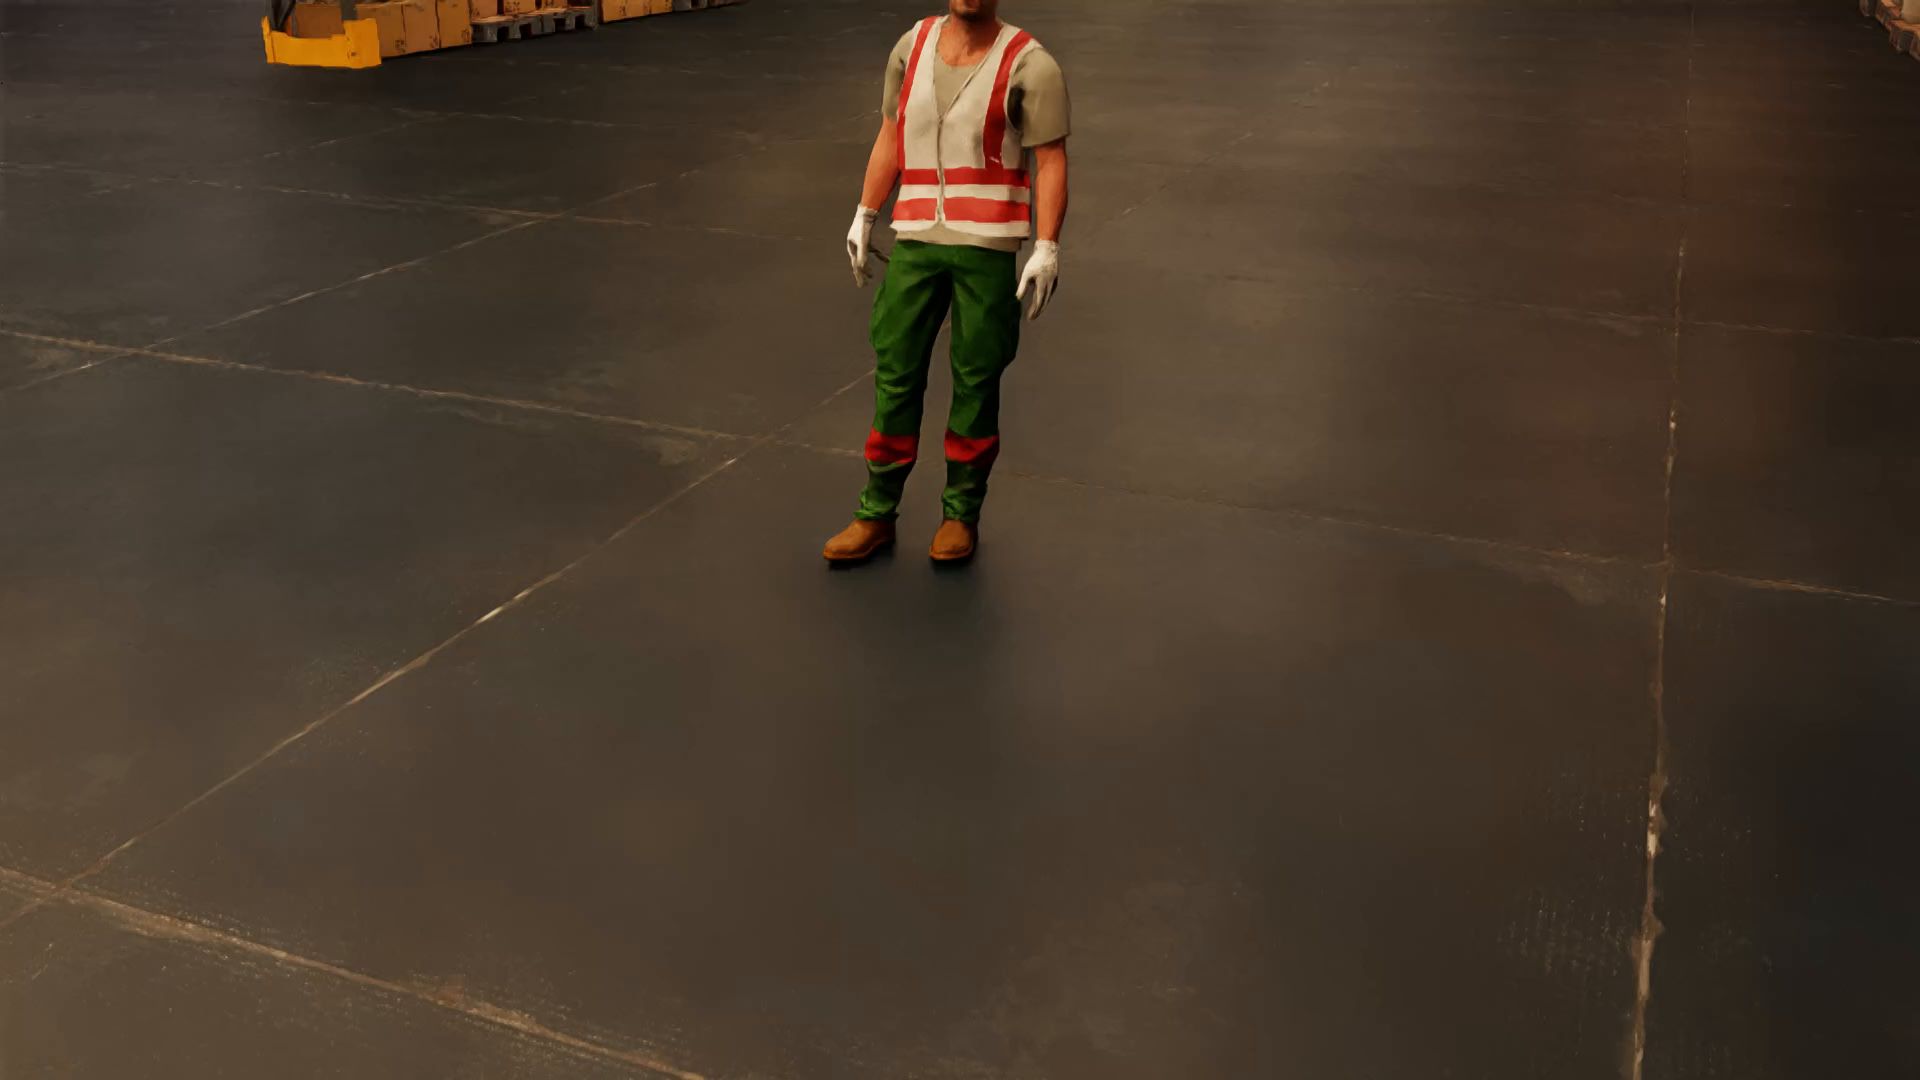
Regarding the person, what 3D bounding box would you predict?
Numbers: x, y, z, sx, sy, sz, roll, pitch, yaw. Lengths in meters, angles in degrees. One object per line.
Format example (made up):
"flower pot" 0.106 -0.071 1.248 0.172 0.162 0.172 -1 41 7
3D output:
"person" -0.041 -0.805 4.681 0.637 1.787 0.563 9 24 21
